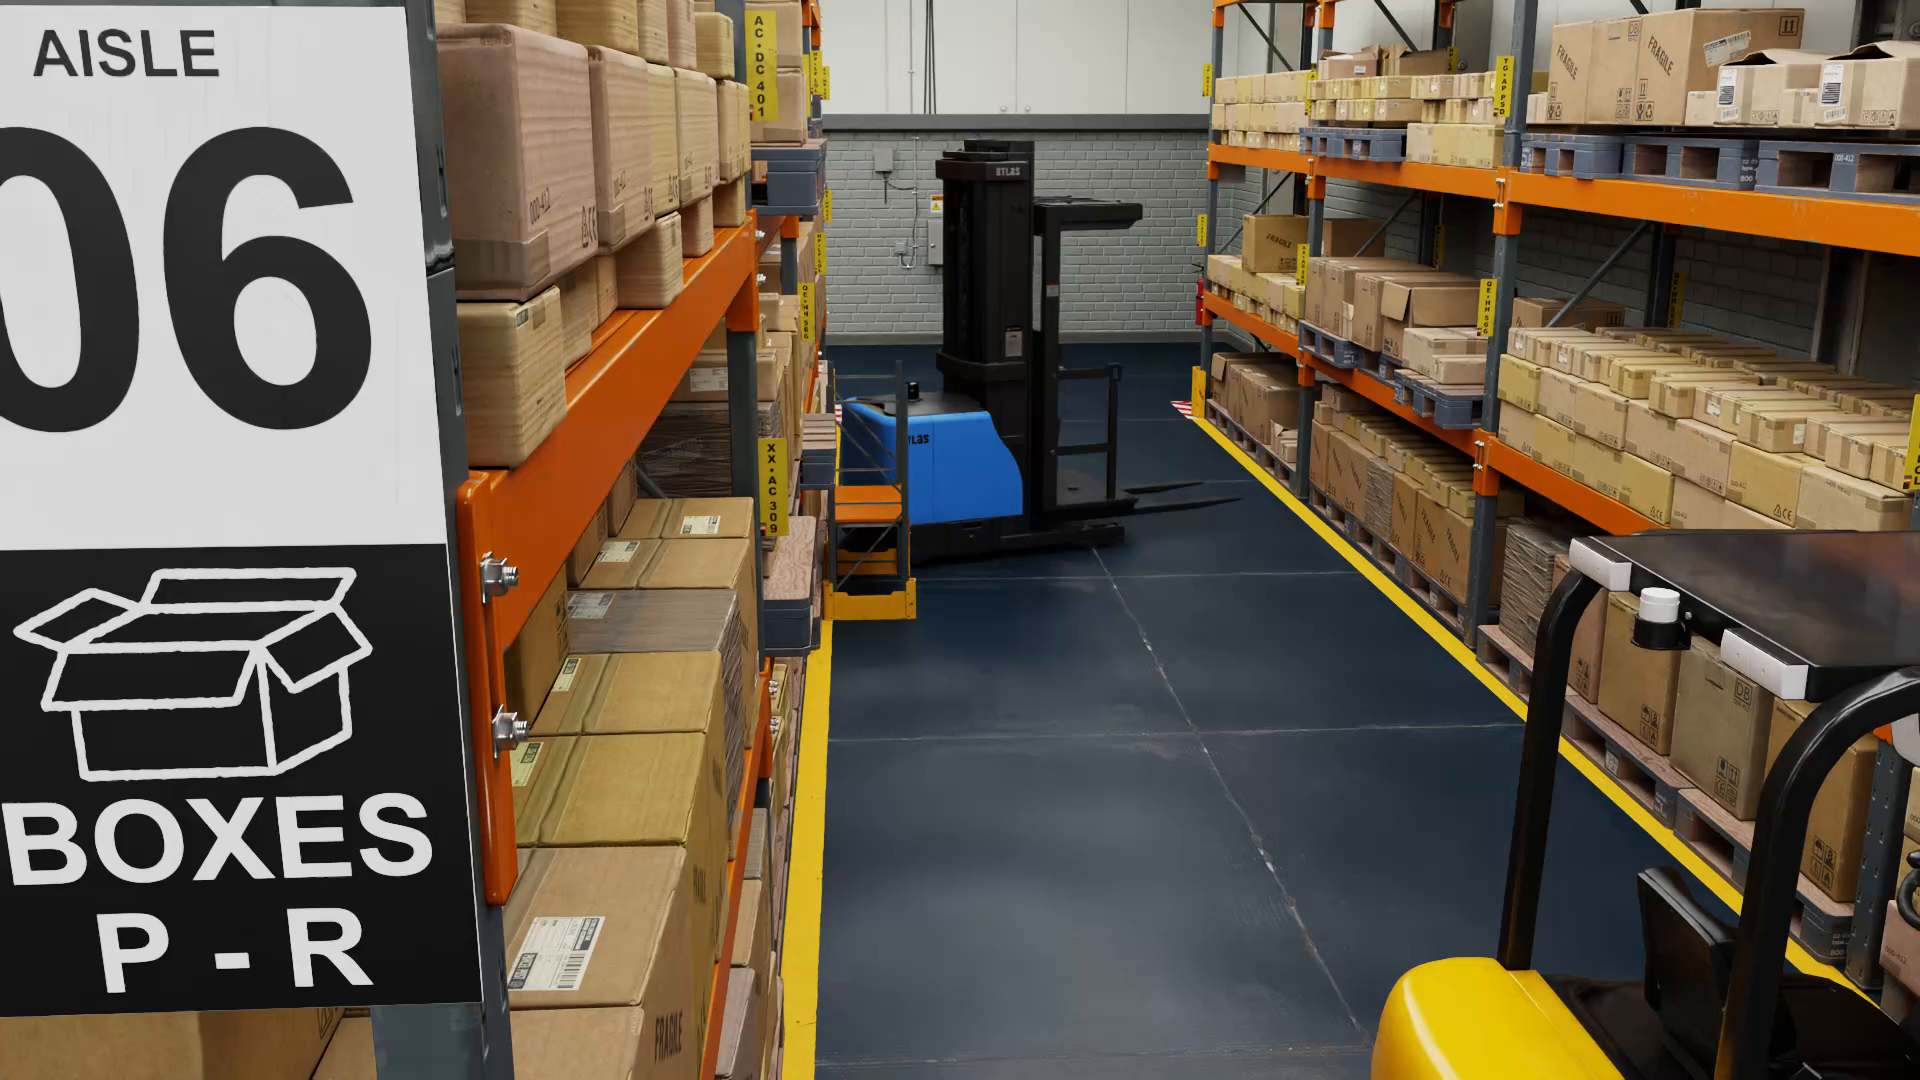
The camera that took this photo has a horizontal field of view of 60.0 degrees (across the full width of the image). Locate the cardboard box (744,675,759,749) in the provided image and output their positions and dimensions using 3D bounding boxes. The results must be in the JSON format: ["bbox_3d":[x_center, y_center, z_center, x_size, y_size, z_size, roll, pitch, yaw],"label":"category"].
[{"bbox_3d":[-0.807,0.517,5.001,0.380,0.149,0.250,-1,14,-2],"label":"cardboard box"}]

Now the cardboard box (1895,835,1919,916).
[{"bbox_3d":[3.522,1.192,5.546,0.500,0.250,0.500,-1,14,-4],"label":"cardboard box"}]

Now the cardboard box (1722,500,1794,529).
[{"bbox_3d":[3.471,0.007,6.780,0.500,0.250,0.500,-1,14,-4],"label":"cardboard box"}]

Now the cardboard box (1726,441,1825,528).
[{"bbox_3d":[3.476,-0.235,6.717,0.500,0.250,0.500,-1,14,-5],"label":"cardboard box"}]

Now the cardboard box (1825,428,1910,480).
[{"bbox_3d":[3.523,-0.327,6.276,0.380,0.149,0.250,-1,14,-4],"label":"cardboard box"}]

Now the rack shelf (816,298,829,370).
[{"bbox_3d":[-1.773,-1.880,15.258,1.077,0.370,4.000,-1,14,-3],"label":"rack shelf"}]

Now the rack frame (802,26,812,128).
[{"bbox_3d":[-1.649,-4.637,12.488,1.000,3.000,0.127,-1,14,-3],"label":"rack frame"}]

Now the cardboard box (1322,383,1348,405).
[{"bbox_3d":[3.122,-1.167,13.319,0.380,0.149,0.250,-1,14,-4],"label":"cardboard box"}]

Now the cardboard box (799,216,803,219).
[{"bbox_3d":[-1.410,-2.661,13.338,0.380,0.149,0.250,-1,14,-4],"label":"cardboard box"}]

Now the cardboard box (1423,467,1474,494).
[{"bbox_3d":[3.249,-0.373,10.830,0.380,0.149,0.250,-1,14,-5],"label":"cardboard box"}]

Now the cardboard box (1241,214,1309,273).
[{"bbox_3d":[2.909,-2.748,15.387,0.500,0.500,0.500,-1,14,-2],"label":"cardboard box"}]

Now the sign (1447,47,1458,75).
[{"bbox_3d":[3.858,-3.712,13.086,0.100,0.325,0.005,-1,14,-3],"label":"sign"}]

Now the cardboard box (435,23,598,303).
[{"bbox_3d":[-0.671,-0.400,1.746,0.500,0.250,0.500,-1,14,-4],"label":"cardboard box"}]

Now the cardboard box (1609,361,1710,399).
[{"bbox_3d":[3.369,-0.772,8.004,0.380,0.149,0.250,-1,14,-2],"label":"cardboard box"}]

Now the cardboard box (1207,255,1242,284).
[{"bbox_3d":[2.816,-2.758,16.930,0.500,0.250,0.500,-1,14,-3],"label":"cardboard box"}]

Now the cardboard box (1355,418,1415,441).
[{"bbox_3d":[3.214,-0.823,12.578,0.380,0.149,0.250,-1,14,-4],"label":"cardboard box"}]

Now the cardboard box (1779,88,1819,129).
[{"bbox_3d":[3.429,-1.671,6.441,0.380,0.149,0.250,-1,14,-4],"label":"cardboard box"}]

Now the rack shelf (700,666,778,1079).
[{"bbox_3d":[-1.030,1.104,3.659,1.077,0.370,4.000,-1,14,-3],"label":"rack shelf"}]

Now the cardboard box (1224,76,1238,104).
[{"bbox_3d":[2.846,-4.329,16.012,0.500,0.250,0.500,-1,14,-4],"label":"cardboard box"}]

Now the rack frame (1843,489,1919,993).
[{"bbox_3d":[3.800,0.181,5.804,1.000,3.000,0.127,-1,14,-3],"label":"rack frame"}]

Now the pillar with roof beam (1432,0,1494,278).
[{"bbox_3d":[-0.136,-4.835,13.258,9.100,9.000,0.400,-1,14,-3],"label":"pillar with roof beam"}]

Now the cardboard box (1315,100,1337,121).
[{"bbox_3d":[2.908,-3.246,12.565,0.380,0.149,0.250,-1,14,-3],"label":"cardboard box"}]

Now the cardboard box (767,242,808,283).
[{"bbox_3d":[-1.245,-1.648,10.703,0.500,0.500,0.500,0,14,-2],"label":"cardboard box"}]

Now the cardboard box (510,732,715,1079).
[{"bbox_3d":[-0.726,0.683,3.054,0.500,0.500,0.500,-1,14,-5],"label":"cardboard box"}]

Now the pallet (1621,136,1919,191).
[{"bbox_3d":[3.756,-1.730,7.589,1.003,0.211,1.213,0,14,-1],"label":"pallet"}]

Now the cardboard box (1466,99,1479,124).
[{"bbox_3d":[3.303,-2.602,10.101,0.380,0.149,0.250,-1,14,-2],"label":"cardboard box"}]

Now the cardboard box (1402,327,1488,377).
[{"bbox_3d":[3.164,-1.202,10.637,0.500,0.250,0.500,-2,15,-6],"label":"cardboard box"}]

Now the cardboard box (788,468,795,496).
[{"bbox_3d":[-0.925,-0.290,7.296,0.380,0.149,0.250,0,14,-1],"label":"cardboard box"}]

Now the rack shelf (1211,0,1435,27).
[{"bbox_3d":[3.181,-4.862,14.813,1.077,0.370,4.000,-1,14,-3],"label":"rack shelf"}]

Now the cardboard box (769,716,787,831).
[{"bbox_3d":[-1.237,1.018,6.979,0.950,0.372,0.625,0,14,0],"label":"cardboard box"}]

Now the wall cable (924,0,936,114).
[{"bbox_3d":[1.003,-7.105,22.004,2.988,3.039,0.133,-1,14,-3],"label":"wall cable"}]

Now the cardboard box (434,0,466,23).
[{"bbox_3d":[-0.756,-0.618,1.793,0.380,0.149,0.250,-1,14,-4],"label":"cardboard box"}]

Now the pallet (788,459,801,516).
[{"bbox_3d":[-1.238,-0.152,7.482,1.003,0.211,1.213,-1,14,-3],"label":"pallet"}]

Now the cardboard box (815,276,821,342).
[{"bbox_3d":[-1.417,-1.900,13.692,0.500,0.500,0.500,0,14,-2],"label":"cardboard box"}]

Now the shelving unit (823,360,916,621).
[{"bbox_3d":[-0.608,-0.352,10.886,0.587,1.500,1.083,-1,14,-4],"label":"shelving unit"}]

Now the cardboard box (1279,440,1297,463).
[{"bbox_3d":[2.977,-0.766,14.361,0.380,0.149,0.250,-1,14,-5],"label":"cardboard box"}]

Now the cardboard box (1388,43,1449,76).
[{"bbox_3d":[3.442,-3.596,12.496,0.396,0.266,0.258,-1,14,-3],"label":"cardboard box"}]

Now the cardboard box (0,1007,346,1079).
[{"bbox_3d":[-1.155,0.453,1.943,0.700,0.500,0.500,-1,14,-5],"label":"cardboard box"}]

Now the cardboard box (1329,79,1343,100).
[{"bbox_3d":[2.946,-3.326,12.276,0.380,0.149,0.250,-1,14,-4],"label":"cardboard box"}]

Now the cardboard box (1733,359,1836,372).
[{"bbox_3d":[3.980,-0.783,8.048,0.380,0.149,0.250,-1,14,-4],"label":"cardboard box"}]

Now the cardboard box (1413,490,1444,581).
[{"bbox_3d":[3.291,-0.033,10.810,0.500,0.500,0.500,-1,14,-4],"label":"cardboard box"}]

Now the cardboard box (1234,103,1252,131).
[{"bbox_3d":[2.883,-3.960,15.580,0.500,0.250,0.500,-1,14,-5],"label":"cardboard box"}]

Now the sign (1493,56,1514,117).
[{"bbox_3d":[3.011,-2.509,9.202,0.100,0.325,0.005,-1,14,-3],"label":"sign"}]

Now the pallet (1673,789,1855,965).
[{"bbox_3d":[3.716,1.349,6.861,1.003,0.211,1.213,-1,14,-3],"label":"pallet"}]

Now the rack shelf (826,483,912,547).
[{"bbox_3d":[-0.607,-0.176,10.922,0.538,0.185,1.000,-1,14,-4],"label":"rack shelf"}]

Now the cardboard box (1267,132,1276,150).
[{"bbox_3d":[2.948,-3.543,14.762,0.380,0.149,0.250,-1,14,-3],"label":"cardboard box"}]

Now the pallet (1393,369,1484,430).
[{"bbox_3d":[3.440,-0.889,10.345,1.213,0.211,1.003,-1,14,-3],"label":"pallet"}]

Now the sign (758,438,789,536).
[{"bbox_3d":[-0.612,-0.171,5.435,0.100,0.325,0.005,-1,14,-3],"label":"sign"}]

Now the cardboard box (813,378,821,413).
[{"bbox_3d":[-1.531,-0.753,12.853,0.875,0.875,0.875,0,14,-2],"label":"cardboard box"}]

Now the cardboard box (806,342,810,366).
[{"bbox_3d":[-1.236,-1.288,10.812,0.500,0.250,0.500,-1,14,-4],"label":"cardboard box"}]

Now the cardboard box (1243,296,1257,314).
[{"bbox_3d":[2.870,-2.210,15.599,0.380,0.149,0.250,-1,14,-2],"label":"cardboard box"}]

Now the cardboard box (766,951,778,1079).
[{"bbox_3d":[-0.849,1.529,5.238,0.500,0.250,0.500,0,14,-1],"label":"cardboard box"}]

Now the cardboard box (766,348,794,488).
[{"bbox_3d":[-0.945,-0.506,6.834,0.500,0.500,0.500,-1,14,-4],"label":"cardboard box"}]

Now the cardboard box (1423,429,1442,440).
[{"bbox_3d":[3.666,-0.770,12.373,0.380,0.149,0.250,0,14,-2],"label":"cardboard box"}]

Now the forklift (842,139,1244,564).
[{"bbox_3d":[0.682,-1.465,12.337,3.031,2.935,1.130,-6,16,-21],"label":"forklift"}]

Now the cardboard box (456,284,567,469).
[{"bbox_3d":[-0.602,-0.165,1.634,0.380,0.149,0.250,-1,14,-3],"label":"cardboard box"}]

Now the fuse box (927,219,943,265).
[{"bbox_3d":[-0.164,-3.500,22.696,0.539,1.711,0.414,-1,14,-3],"label":"fuse box"}]
